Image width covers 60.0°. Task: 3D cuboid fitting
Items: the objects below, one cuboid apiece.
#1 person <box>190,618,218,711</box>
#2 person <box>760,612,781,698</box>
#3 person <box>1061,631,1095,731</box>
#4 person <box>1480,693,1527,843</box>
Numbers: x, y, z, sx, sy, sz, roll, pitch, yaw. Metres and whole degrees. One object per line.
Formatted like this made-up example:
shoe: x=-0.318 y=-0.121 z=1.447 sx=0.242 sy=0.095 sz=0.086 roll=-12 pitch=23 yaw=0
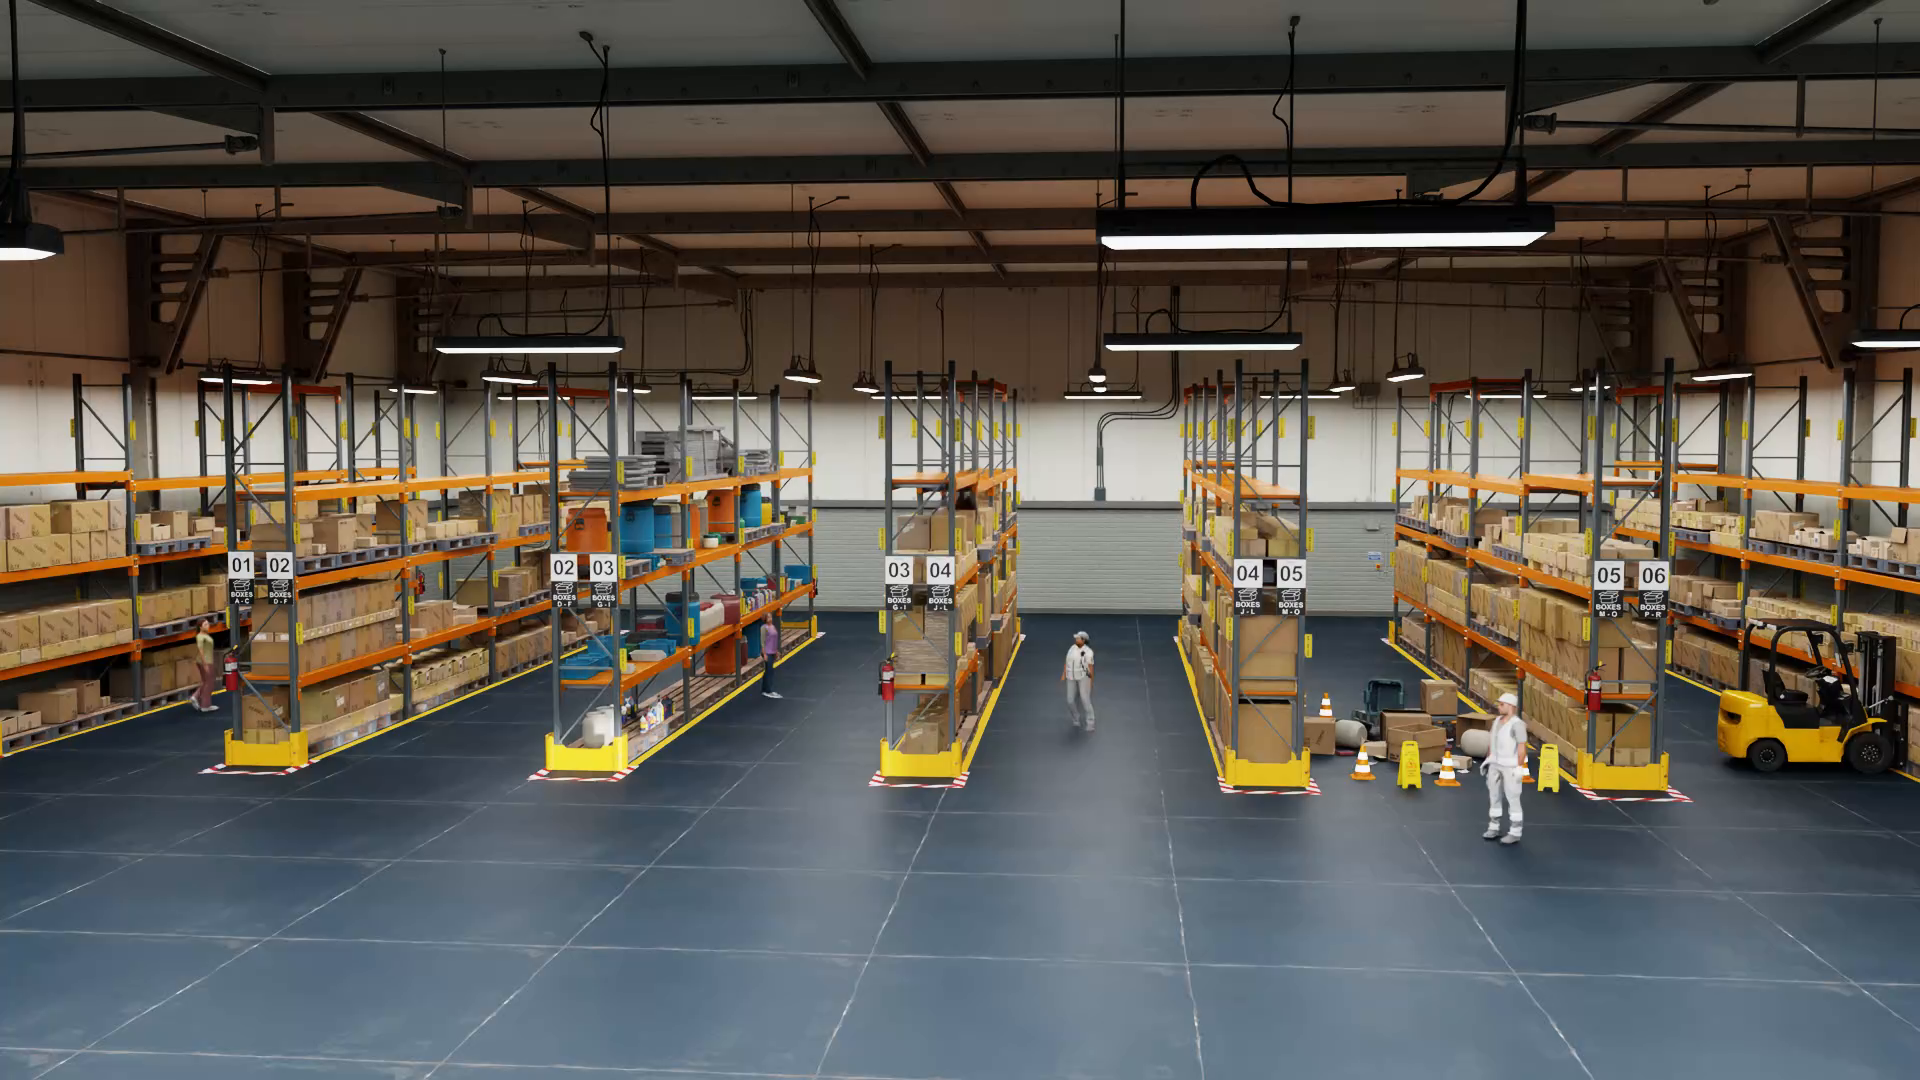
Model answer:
person: x=-13.441 y=2.212 z=29.550 sx=0.447 sy=1.664 sz=0.484 roll=4 pitch=5 yaw=43
person: x=-3.549 y=2.154 z=31.341 sx=0.409 sy=1.600 sz=0.458 roll=0 pitch=4 yaw=8
person: x=2.025 y=2.367 z=28.039 sx=0.617 sy=1.646 sz=0.518 roll=2 pitch=4 yaw=30
person: x=6.624 y=2.761 z=20.298 sx=0.392 sy=1.795 sz=0.597 roll=-2 pitch=4 yaw=-31
